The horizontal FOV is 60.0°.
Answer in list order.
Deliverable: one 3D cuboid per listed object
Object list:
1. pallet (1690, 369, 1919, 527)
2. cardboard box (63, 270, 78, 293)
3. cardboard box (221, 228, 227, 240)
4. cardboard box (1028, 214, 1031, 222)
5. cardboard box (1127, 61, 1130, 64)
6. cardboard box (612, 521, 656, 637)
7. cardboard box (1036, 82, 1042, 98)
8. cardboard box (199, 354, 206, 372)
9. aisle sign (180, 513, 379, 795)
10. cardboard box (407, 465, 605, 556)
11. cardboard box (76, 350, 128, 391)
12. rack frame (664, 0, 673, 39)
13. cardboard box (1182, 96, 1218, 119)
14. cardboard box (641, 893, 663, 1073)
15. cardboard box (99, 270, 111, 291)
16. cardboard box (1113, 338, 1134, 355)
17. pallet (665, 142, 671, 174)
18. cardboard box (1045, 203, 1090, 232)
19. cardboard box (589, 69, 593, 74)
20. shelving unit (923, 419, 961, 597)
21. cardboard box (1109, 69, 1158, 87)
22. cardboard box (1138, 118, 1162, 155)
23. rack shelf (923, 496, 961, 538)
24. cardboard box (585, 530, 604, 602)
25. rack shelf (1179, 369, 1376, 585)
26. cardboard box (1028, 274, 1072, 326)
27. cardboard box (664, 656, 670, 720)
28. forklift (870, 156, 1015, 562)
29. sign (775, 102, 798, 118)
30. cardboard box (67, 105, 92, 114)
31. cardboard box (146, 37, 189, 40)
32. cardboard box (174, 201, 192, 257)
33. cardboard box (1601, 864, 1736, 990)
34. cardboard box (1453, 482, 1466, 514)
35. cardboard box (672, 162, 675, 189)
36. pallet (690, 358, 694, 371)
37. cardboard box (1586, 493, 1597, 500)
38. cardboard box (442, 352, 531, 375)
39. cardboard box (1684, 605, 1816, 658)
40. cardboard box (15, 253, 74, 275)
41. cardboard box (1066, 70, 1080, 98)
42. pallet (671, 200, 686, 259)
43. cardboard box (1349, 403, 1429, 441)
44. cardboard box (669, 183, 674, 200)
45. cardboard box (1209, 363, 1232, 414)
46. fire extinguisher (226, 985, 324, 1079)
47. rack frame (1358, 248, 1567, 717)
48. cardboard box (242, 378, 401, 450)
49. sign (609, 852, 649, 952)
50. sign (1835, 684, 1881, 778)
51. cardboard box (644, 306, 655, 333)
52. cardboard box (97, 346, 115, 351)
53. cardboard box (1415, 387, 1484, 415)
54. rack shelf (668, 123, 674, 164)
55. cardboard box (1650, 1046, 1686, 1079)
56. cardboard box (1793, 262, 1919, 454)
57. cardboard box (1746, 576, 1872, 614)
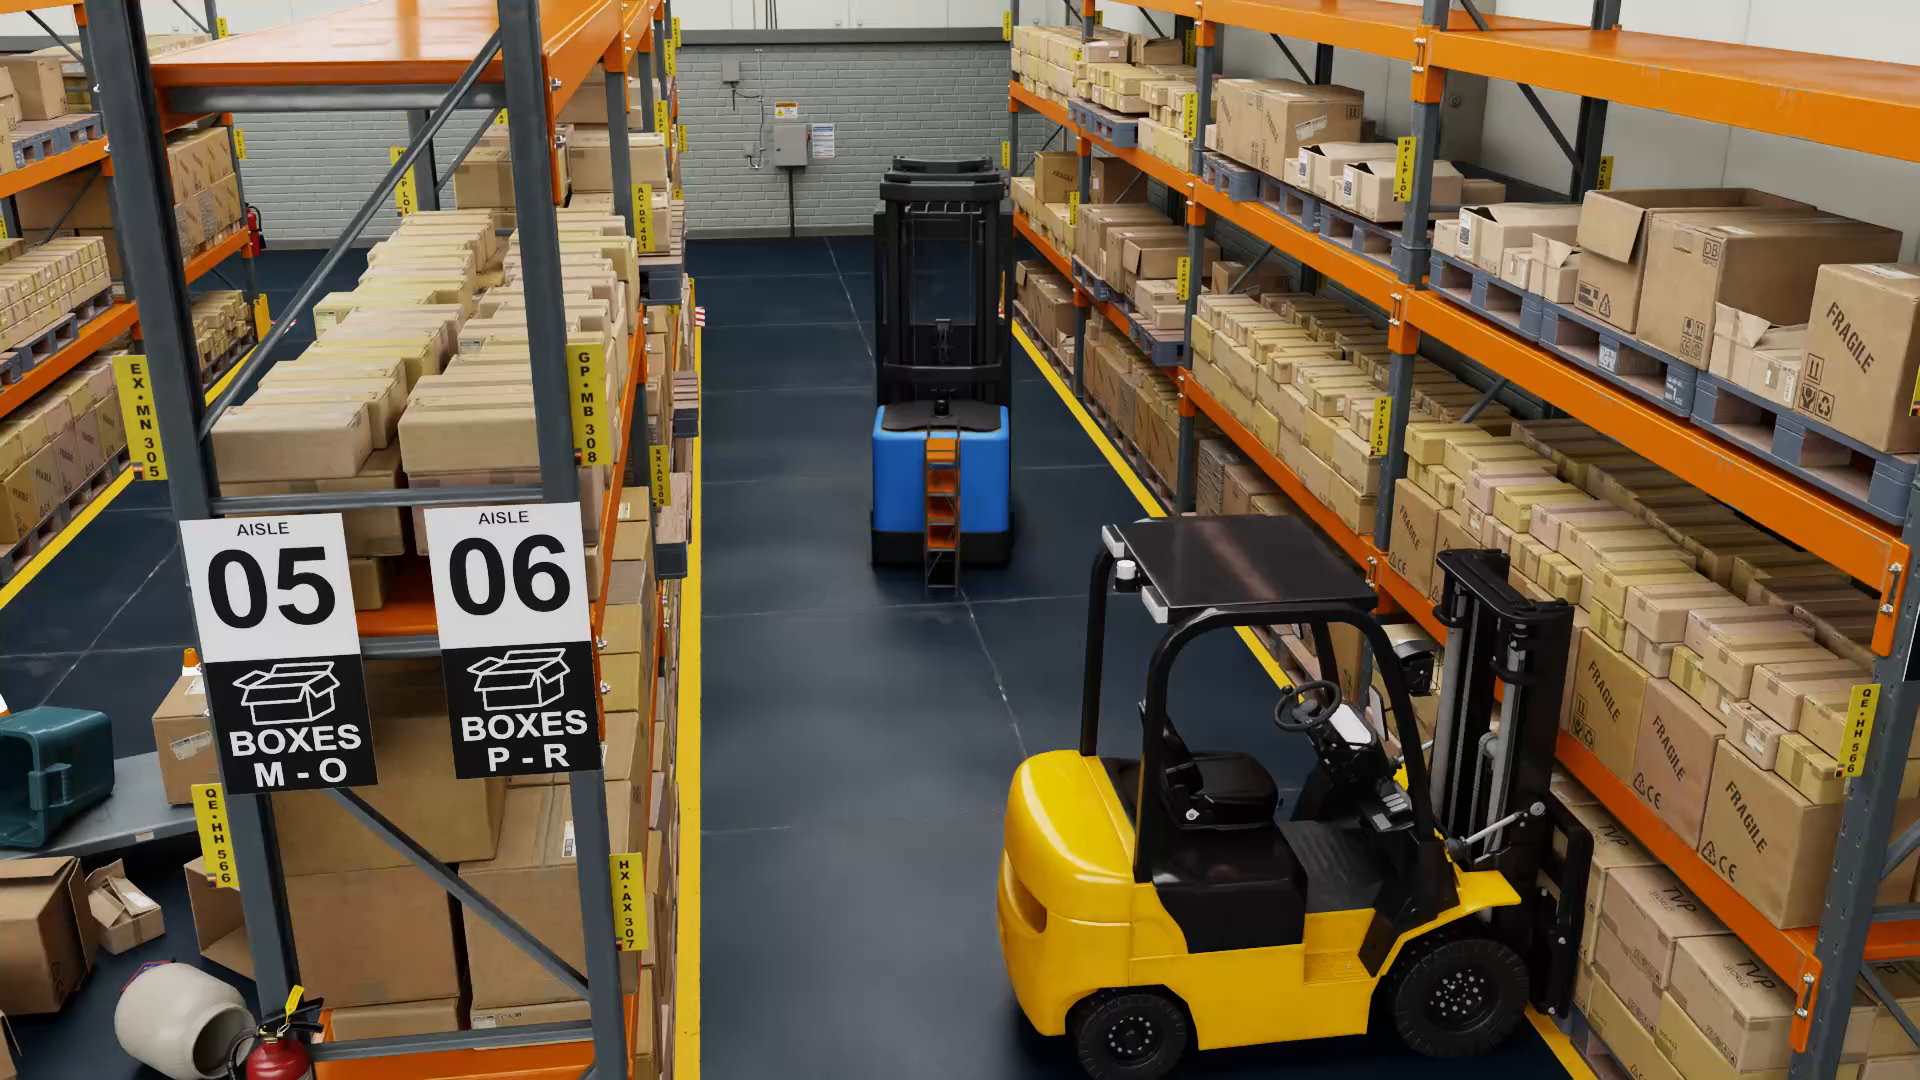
[{"bbox_3d":[3.328,-0.370,5.758,1.003,0.211,1.213,-3,21,-8],"label":"pallet"},{"bbox_3d":[-7.752,-2.197,14.145,0.380,0.149,0.250,-4,21,-10],"label":"cardboard box"},{"bbox_3d":[-8.320,-3.373,18.318,0.380,0.149,0.250,-3,21,-8],"label":"cardboard box"},{"bbox_3d":[1.005,-3.788,19.431,0.380,0.149,0.250,-2,21,-6],"label":"cardboard box"},{"bbox_3d":[1.885,-4.809,16.591,0.500,0.250,0.500,-3,21,-8],"label":"cardboard box"},{"bbox_3d":[-1.692,0.240,7.718,0.500,0.500,0.500,-2,21,-6],"label":"cardboard box"},{"bbox_3d":[1.039,-4.929,18.198,0.380,0.149,0.250,-3,21,-8],"label":"cardboard box"},{"bbox_3d":[-8.082,-1.829,17.300,0.380,0.149,0.250,-3,21,-9],"label":"cardboard box"},{"bbox_3d":[-1.785,0.310,4.383,0.394,0.787,0.004,-3,21,-8],"label":"aisle sign"},{"bbox_3d":[-1.315,-0.170,4.886,0.500,0.250,0.500,-3,21,-9],"label":"cardboard box"},{"bbox_3d":[-7.763,-1.510,14.873,0.500,0.250,0.500,-3,21,-9],"label":"cardboard box"},{"bbox_3d":[-3.813,-6.858,18.717,1.000,3.000,0.127,-3,21,-8],"label":"rack frame"},{"bbox_3d":[1.909,-3.295,12.682,0.380,0.149,0.250,-2,21,-6],"label":"cardboard box"},{"bbox_3d":[-1.433,1.750,6.502,0.500,0.500,0.500,-4,21,-10],"label":"cardboard box"},{"bbox_3d":[-7.867,-2.330,14.925,0.380,0.149,0.250,-3,21,-9],"label":"cardboard box"},{"bbox_3d":[1.681,-1.832,15.879,0.380,0.149,0.250,-3,21,-9],"label":"cardboard box"},{"bbox_3d":[-2.805,-2.815,12.448,1.213,0.211,1.003,-2,21,-5],"label":"pallet"},{"bbox_3d":[1.214,-3.494,18.072,0.500,0.250,0.500,-3,21,-8],"label":"cardboard box"},{"bbox_3d":[-3.201,-3.522,13.329,0.500,0.500,0.500,-3,21,-7],"label":"cardboard box"},{"bbox_3d":[-0.127,-0.234,12.116,0.258,1.200,0.503,1,21,2],"label":"shelving unit"},{"bbox_3d":[1.546,-4.107,14.829,0.380,0.149,0.250,-3,21,-7],"label":"cardboard box"},{"bbox_3d":[1.792,-3.377,13.898,0.500,0.250,0.500,-3,21,-8],"label":"cardboard box"},{"bbox_3d":[-0.127,-0.172,12.140,0.258,0.148,0.480,1,21,2],"label":"rack shelf"},{"bbox_3d":[-1.233,0.073,4.805,0.380,0.149,0.250,-3,21,-8],"label":"cardboard box"},{"bbox_3d":[2.540,-0.500,11.296,1.077,0.370,4.000,-3,21,-8],"label":"rack shelf"},{"bbox_3d":[1.177,-2.811,19.427,0.700,0.500,0.500,-2,21,-6],"label":"cardboard box"},{"bbox_3d":[-2.161,0.960,9.514,0.950,0.372,0.625,-3,21,-7],"label":"cardboard box"},{"bbox_3d":[-0.126,-1.669,13.494,1.130,2.935,3.031,0,20,1],"label":"forklift"},{"bbox_3d":[-2.634,-6.510,25.179,0.339,0.242,0.001,-3,21,-8],"label":"sign"},{"bbox_3d":[-7.926,-3.887,15.262,0.500,0.250,0.500,-2,21,-5],"label":"cardboard box"},{"bbox_3d":[-8.382,-5.239,17.600,0.380,0.149,0.250,-4,21,-9],"label":"cardboard box"},{"bbox_3d":[-8.058,-3.096,16.649,0.500,0.500,0.500,-3,21,-9],"label":"cardboard box"},{"bbox_3d":[2.950,1.543,6.698,0.500,0.250,0.500,-3,21,-7],"label":"cardboard box"},{"bbox_3d":[2.718,-0.193,8.376,0.380,0.149,0.250,-3,21,-8],"label":"cardboard box"},{"bbox_3d":[-3.132,-3.530,16.809,0.500,0.500,0.500,-3,21,-8],"label":"cardboard box"},{"bbox_3d":[-3.269,-1.624,17.262,1.003,0.211,1.213,-3,21,-8],"label":"pallet"},{"bbox_3d":[3.304,-0.132,8.213,0.380,0.149,0.250,-3,21,-7],"label":"cardboard box"},{"bbox_3d":[-1.383,-0.478,5.142,0.380,0.149,0.250,-3,21,-8],"label":"cardboard box"},{"bbox_3d":[3.051,0.374,6.433,0.380,0.149,0.250,-3,21,-7],"label":"cardboard box"},{"bbox_3d":[-7.756,-2.333,14.085,0.380,0.149,0.250,-3,21,-8],"label":"cardboard box"},{"bbox_3d":[1.357,-4.543,16.595,0.500,0.250,0.500,-3,21,-8],"label":"cardboard box"},{"bbox_3d":[-2.219,-1.788,9.698,1.213,0.211,1.003,-3,21,-8],"label":"pallet"},{"bbox_3d":[2.504,-0.691,9.709,0.380,0.149,0.250,-3,21,-9],"label":"cardboard box"},{"bbox_3d":[-2.924,-3.036,15.486,0.500,0.500,0.500,-2,21,-6],"label":"cardboard box"},{"bbox_3d":[2.141,-1.119,12.139,0.500,0.250,0.500,-3,21,-9],"label":"cardboard box"},{"bbox_3d":[-1.946,1.591,4.779,0.296,0.674,0.183,-3,21,-8],"label":"fire extinguisher"},{"bbox_3d":[2.828,-0.145,9.316,1.000,3.000,0.127,-3,21,-8],"label":"rack frame"},{"bbox_3d":[-1.847,-0.362,4.832,0.380,0.149,0.250,-3,21,-7],"label":"cardboard box"},{"bbox_3d":[-0.970,1.059,4.856,0.100,0.325,0.005,-3,21,-8],"label":"sign"},{"bbox_3d":[2.866,0.610,5.304,0.100,0.325,0.005,-3,21,-8],"label":"sign"},{"bbox_3d":[-2.145,-1.412,10.615,0.380,0.149,0.250,-4,21,-10],"label":"cardboard box"},{"bbox_3d":[-8.548,-1.800,16.373,0.380,0.149,0.250,-3,21,-8],"label":"cardboard box"},{"bbox_3d":[2.968,-0.810,10.027,0.380,0.149,0.250,-3,21,-8],"label":"cardboard box"},{"bbox_3d":[-2.948,-3.038,13.805,1.077,0.370,4.000,-3,21,-8],"label":"rack shelf"},{"bbox_3d":[3.024,2.185,6.408,0.500,0.250,0.500,-3,21,-7],"label":"cardboard box"},{"bbox_3d":[3.100,-0.596,5.352,0.500,0.500,0.500,-2,21,-6],"label":"cardboard box"},{"bbox_3d":[3.428,0.264,6.727,0.380,0.149,0.250,-2,21,-6],"label":"cardboard box"}]
